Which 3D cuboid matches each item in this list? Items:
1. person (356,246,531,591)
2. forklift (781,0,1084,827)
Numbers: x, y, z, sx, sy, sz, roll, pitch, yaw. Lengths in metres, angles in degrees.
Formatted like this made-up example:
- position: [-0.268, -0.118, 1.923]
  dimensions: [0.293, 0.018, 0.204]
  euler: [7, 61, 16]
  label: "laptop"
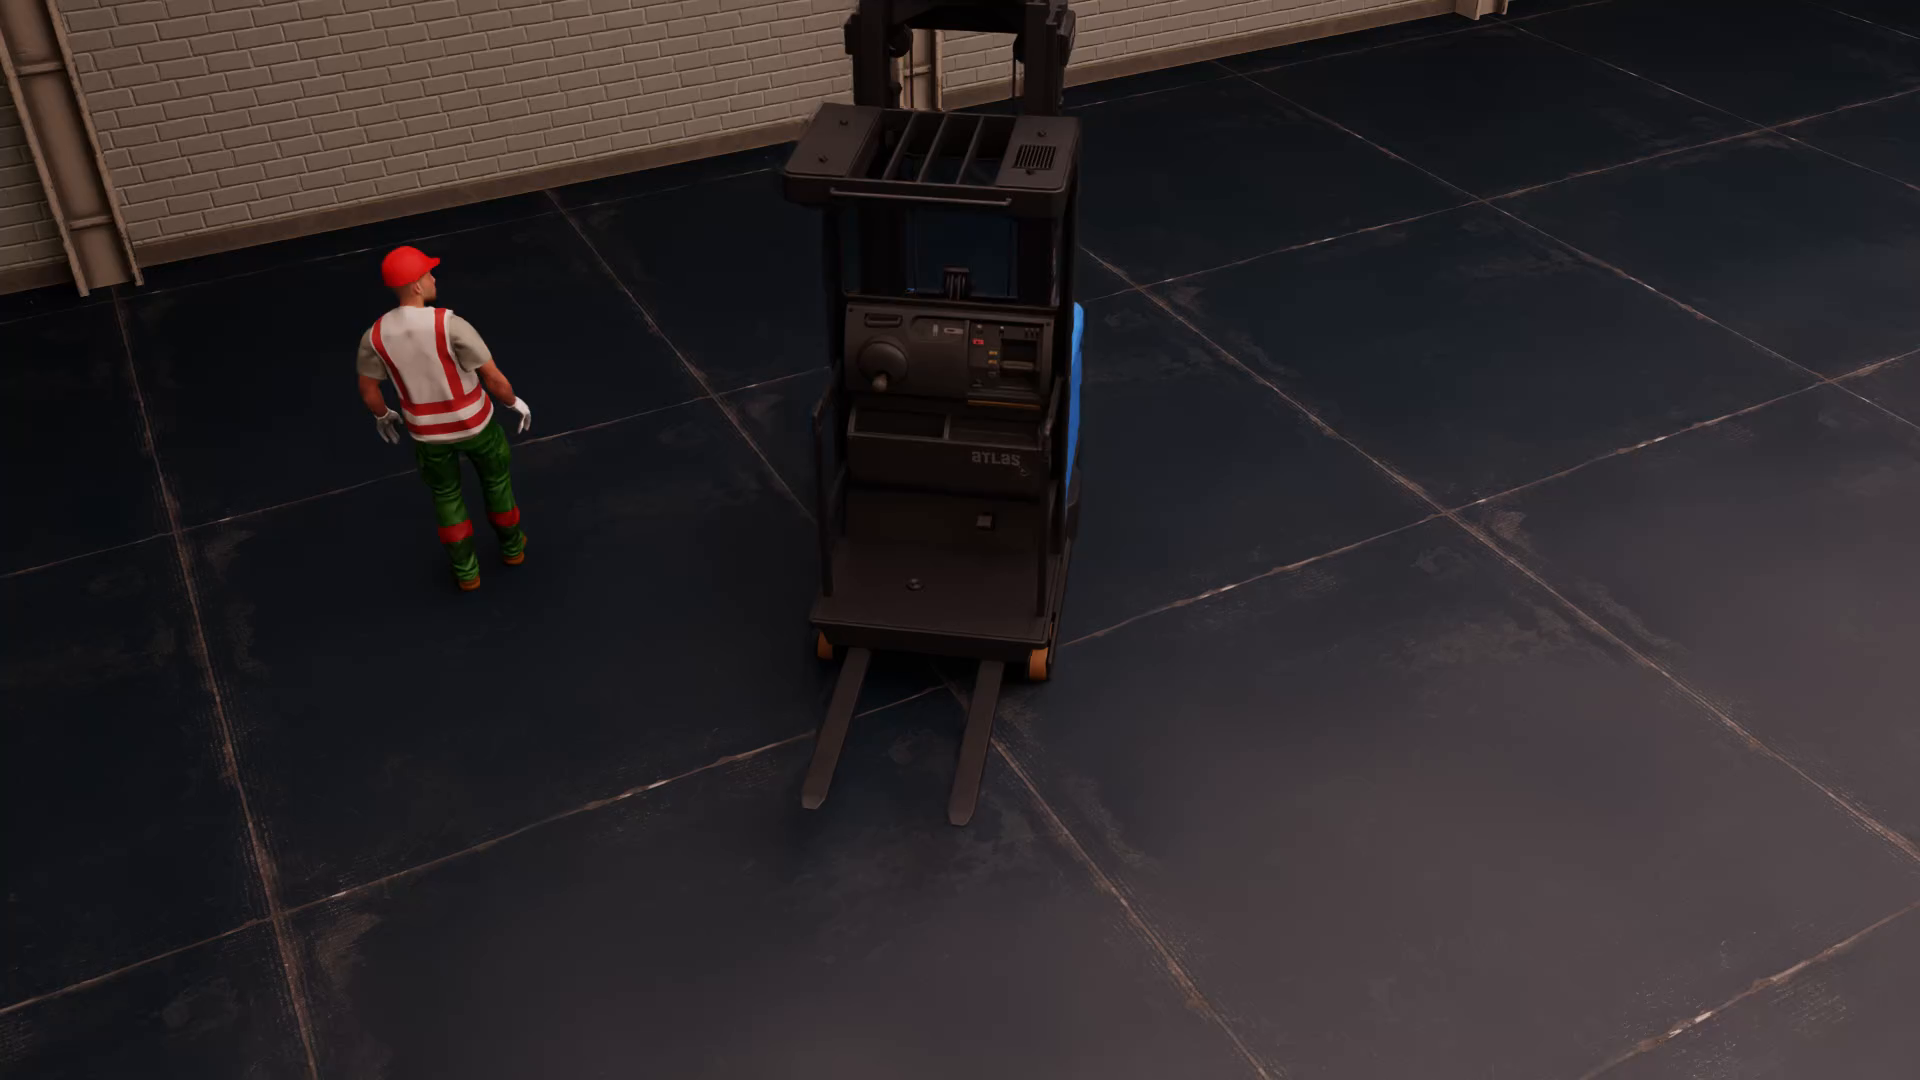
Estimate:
- position: [-2.435, -0.604, 7.979]
  dimensions: [0.751, 1.777, 0.513]
  euler: [-4, 35, -6]
  label: "person"
- position: [-0.082, -0.763, 7.202]
  dimensions: [1.130, 2.935, 3.031]
  euler: [5, 36, 7]
  label: "forklift"
